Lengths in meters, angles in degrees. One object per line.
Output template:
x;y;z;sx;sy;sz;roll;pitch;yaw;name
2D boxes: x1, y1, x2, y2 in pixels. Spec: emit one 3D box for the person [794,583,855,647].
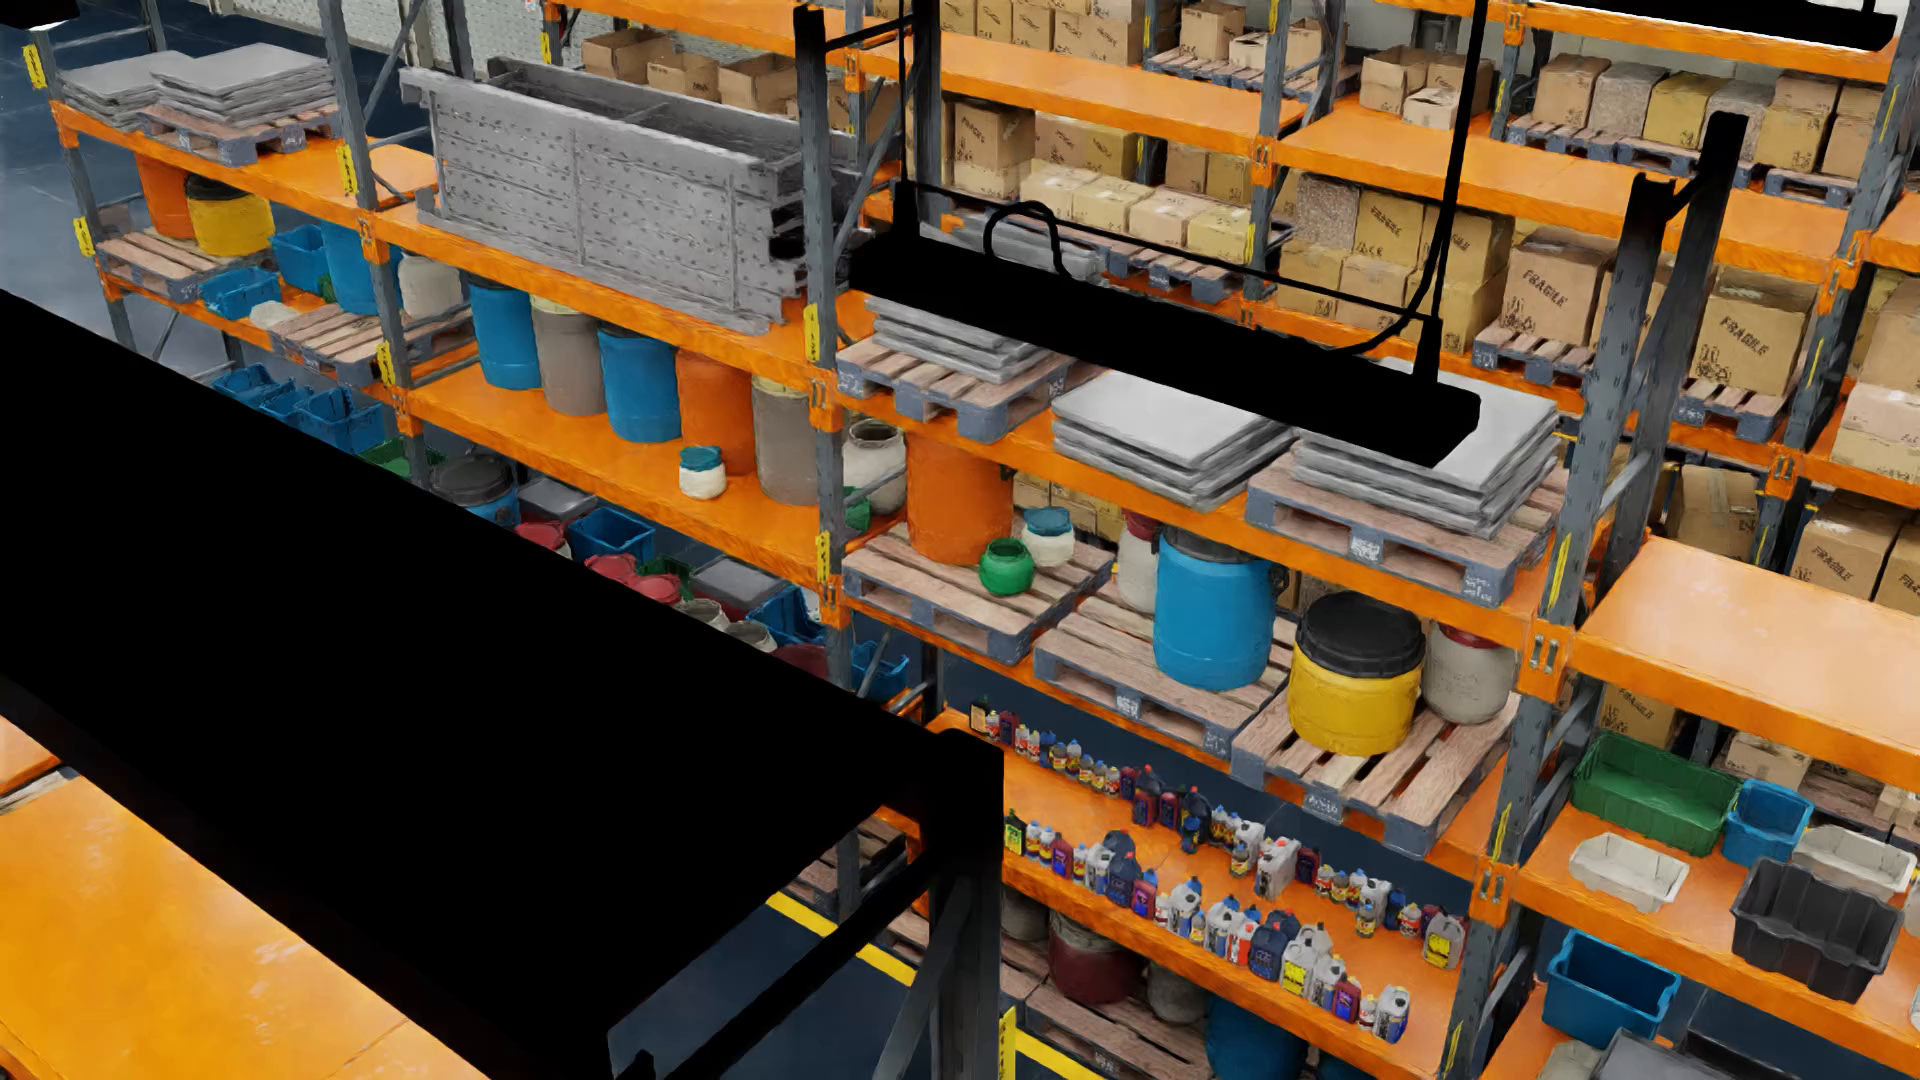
-1.087;0.781;12.337;0.534;1.700;1.041;-26;40;-36;person
